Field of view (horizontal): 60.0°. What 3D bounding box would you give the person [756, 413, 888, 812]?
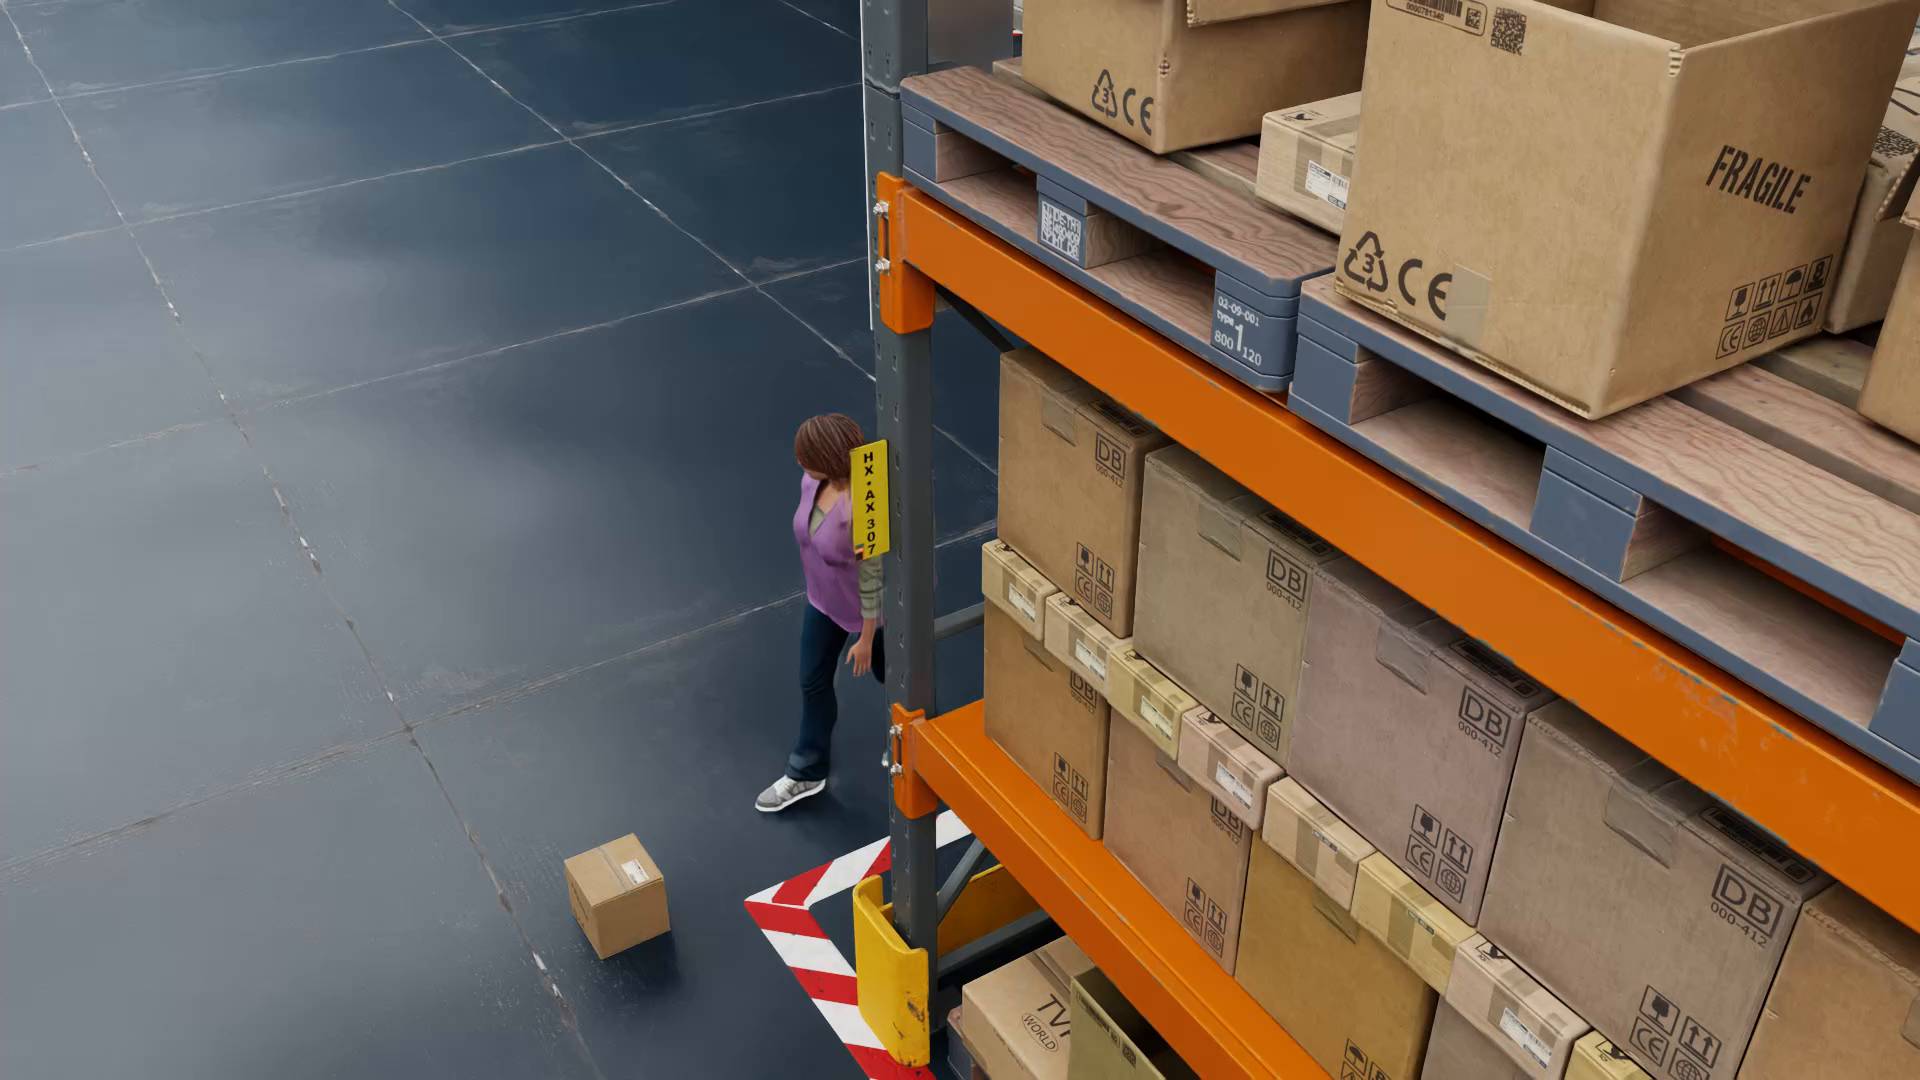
[{"bbox_3d":[-0.374,0.240,5.774,0.427,1.589,0.732,27,42,35],"label":"person"}]
